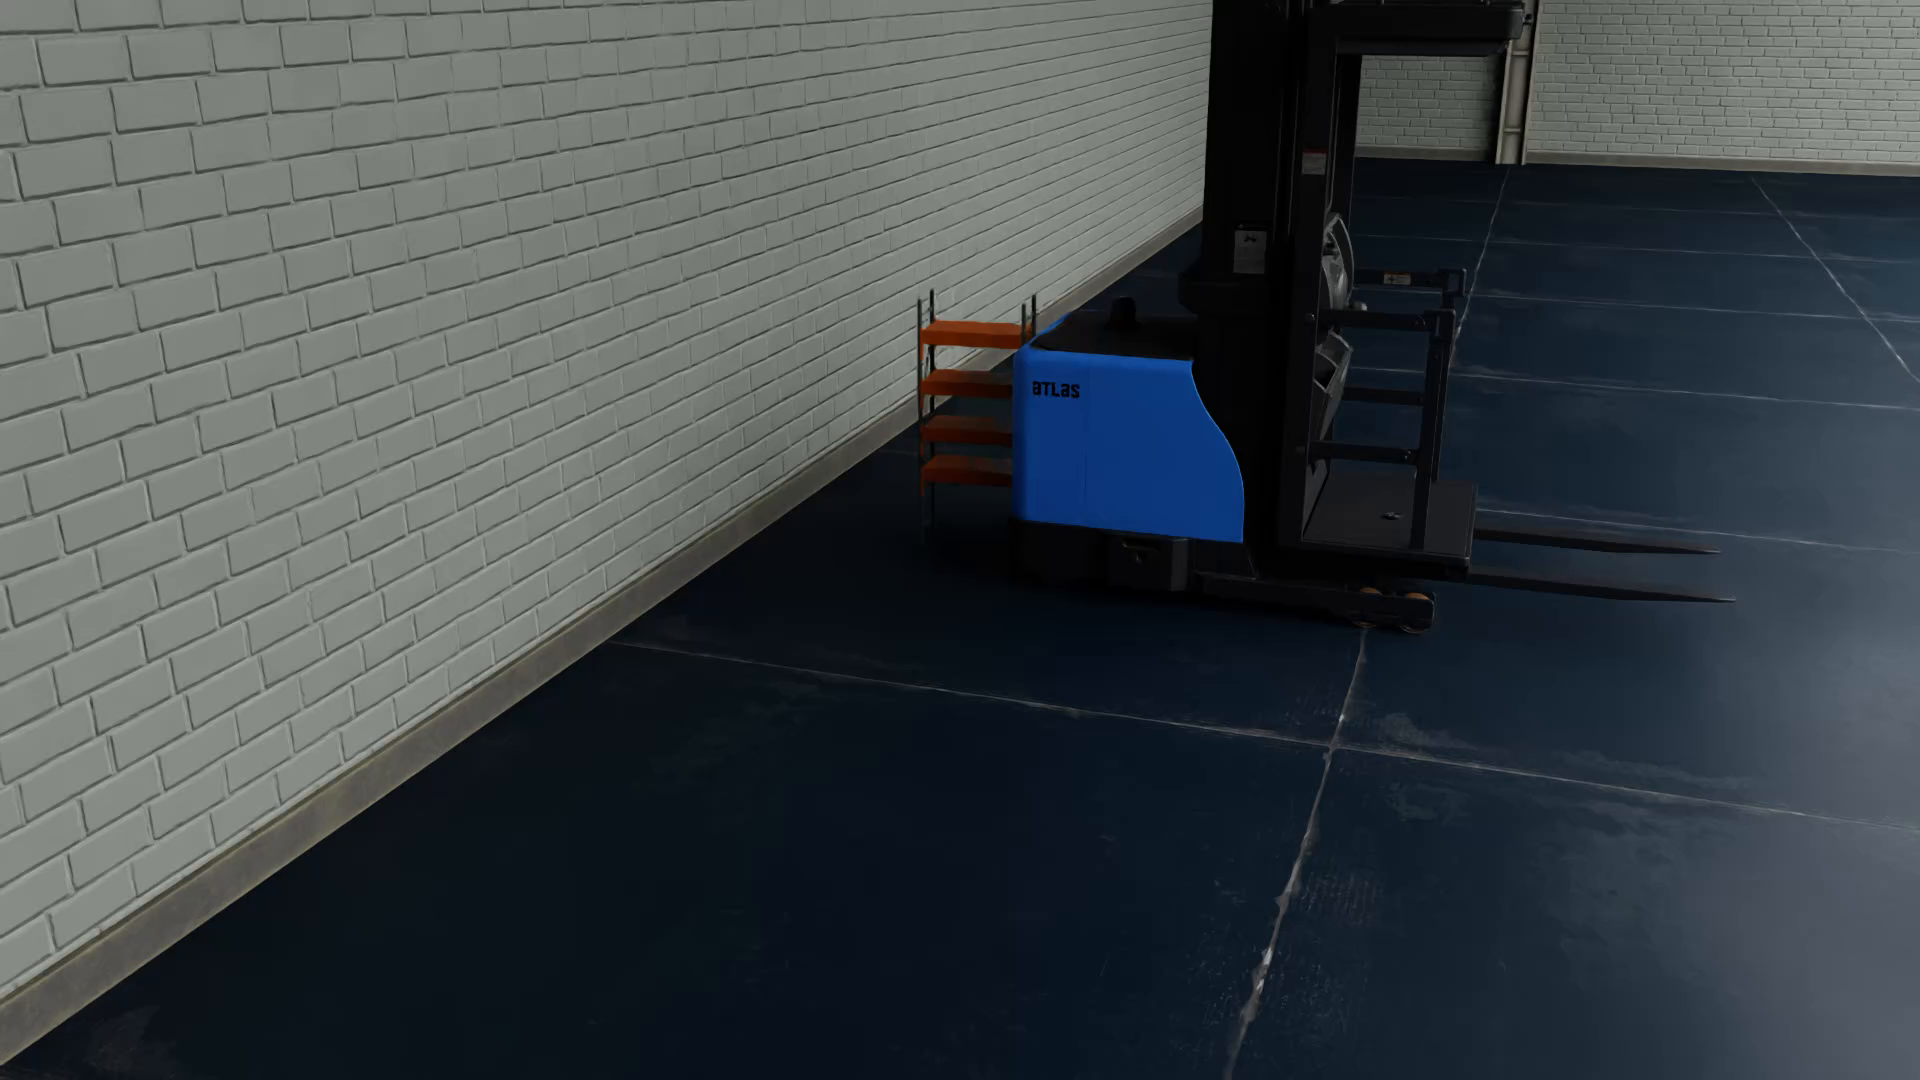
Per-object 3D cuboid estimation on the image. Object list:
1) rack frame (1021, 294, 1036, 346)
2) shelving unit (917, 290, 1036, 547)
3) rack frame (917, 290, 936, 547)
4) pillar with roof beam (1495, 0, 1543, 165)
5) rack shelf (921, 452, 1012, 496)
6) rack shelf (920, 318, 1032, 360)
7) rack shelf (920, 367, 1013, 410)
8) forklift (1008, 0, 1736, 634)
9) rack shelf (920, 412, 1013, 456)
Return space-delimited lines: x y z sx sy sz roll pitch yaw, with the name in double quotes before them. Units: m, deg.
"rack frame" 0.314 -0.530 7.773 0.015 1.200 0.240 5 20 14
"shelving unit" 0.078 -0.550 7.831 0.503 1.200 0.258 5 20 14
"rack frame" -0.158 -0.570 7.888 0.015 1.200 0.240 5 20 14
"pillar with roof beam" 6.220 -8.136 17.746 0.400 9.000 9.100 7 20 18
"rack shelf" 0.078 -0.299 7.918 0.480 0.148 0.258 5 20 14
"rack shelf" 0.078 -0.921 7.701 0.480 0.148 0.258 5 20 14
"rack shelf" 0.078 -0.698 7.779 0.480 0.148 0.258 5 20 14
"forklift" 1.792 -1.190 7.036 3.031 2.935 1.130 6 20 17
"rack shelf" 0.078 -0.486 7.853 0.480 0.148 0.258 5 20 14
